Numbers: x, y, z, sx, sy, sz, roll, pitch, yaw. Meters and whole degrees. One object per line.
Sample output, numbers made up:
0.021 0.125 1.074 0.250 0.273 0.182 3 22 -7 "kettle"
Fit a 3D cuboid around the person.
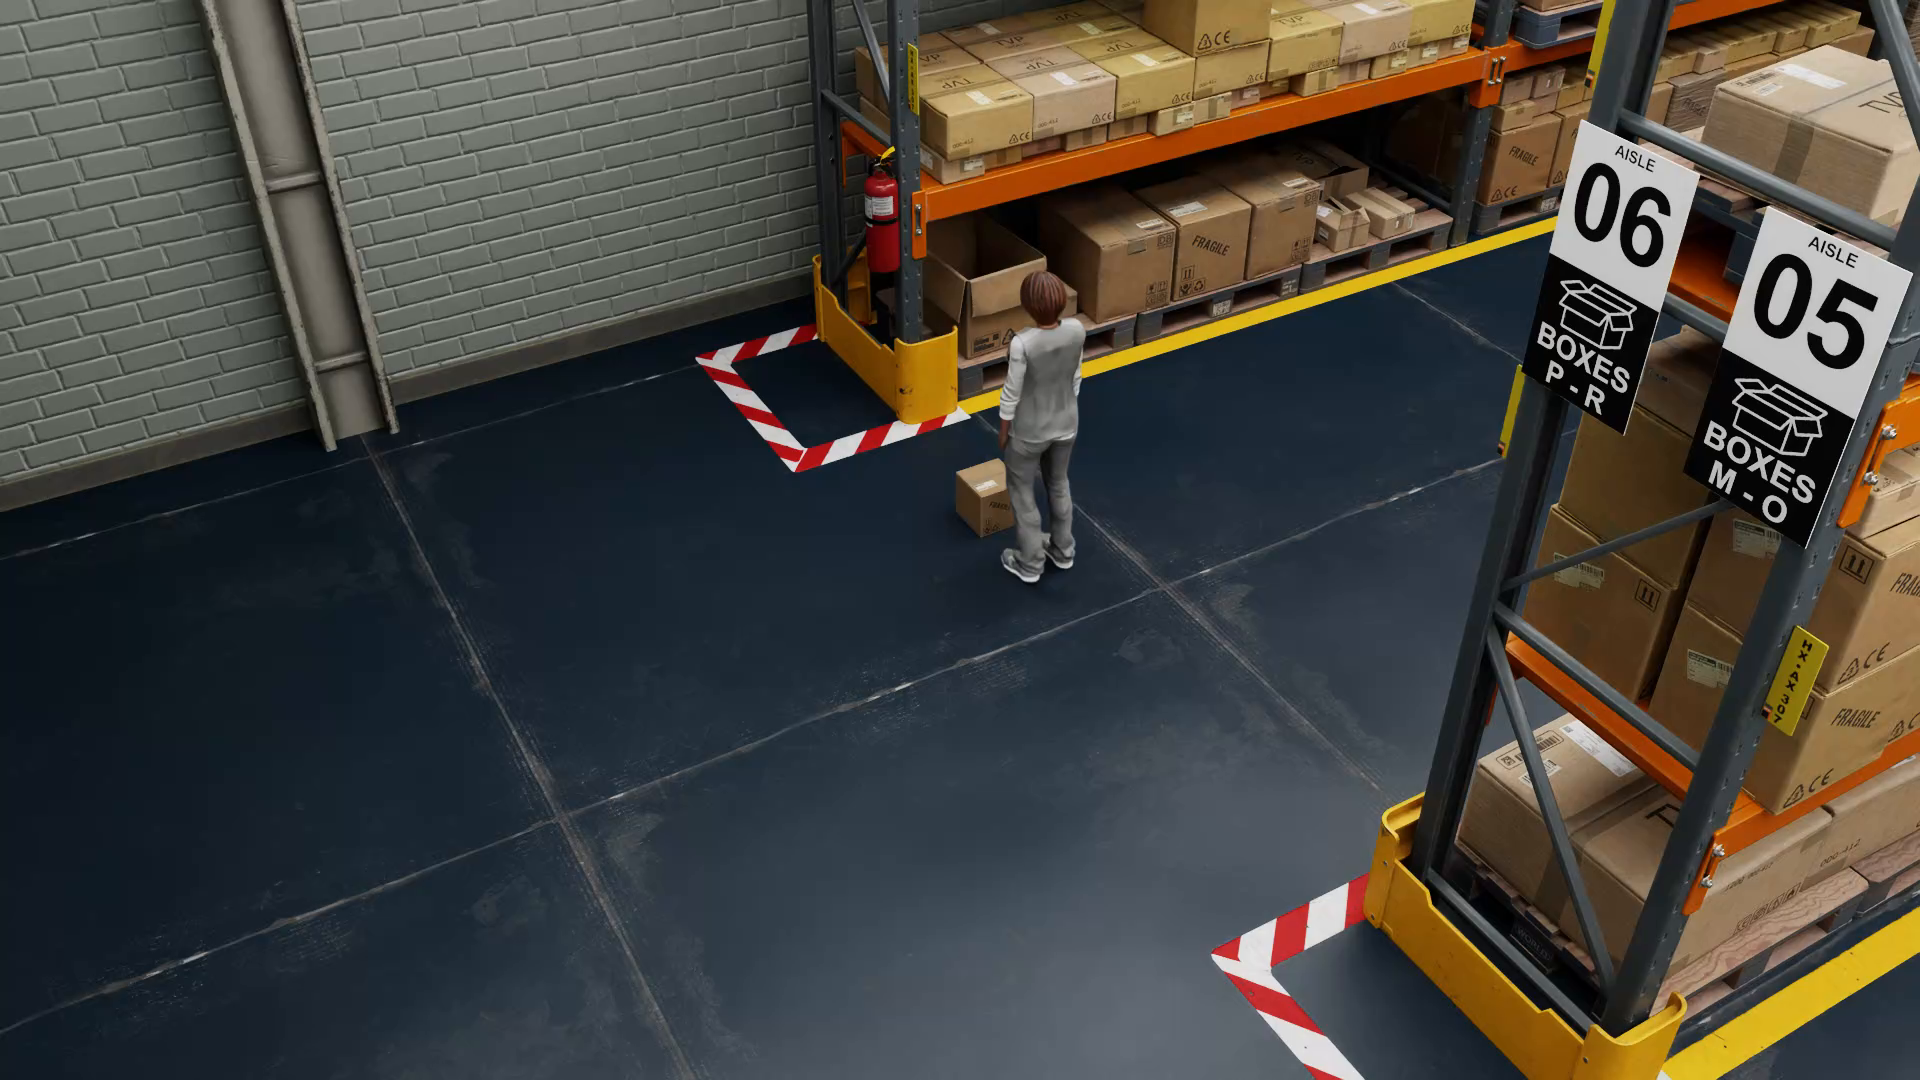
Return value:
0.358 -0.506 7.604 0.407 1.594 0.304 -19 41 -23 "person"
